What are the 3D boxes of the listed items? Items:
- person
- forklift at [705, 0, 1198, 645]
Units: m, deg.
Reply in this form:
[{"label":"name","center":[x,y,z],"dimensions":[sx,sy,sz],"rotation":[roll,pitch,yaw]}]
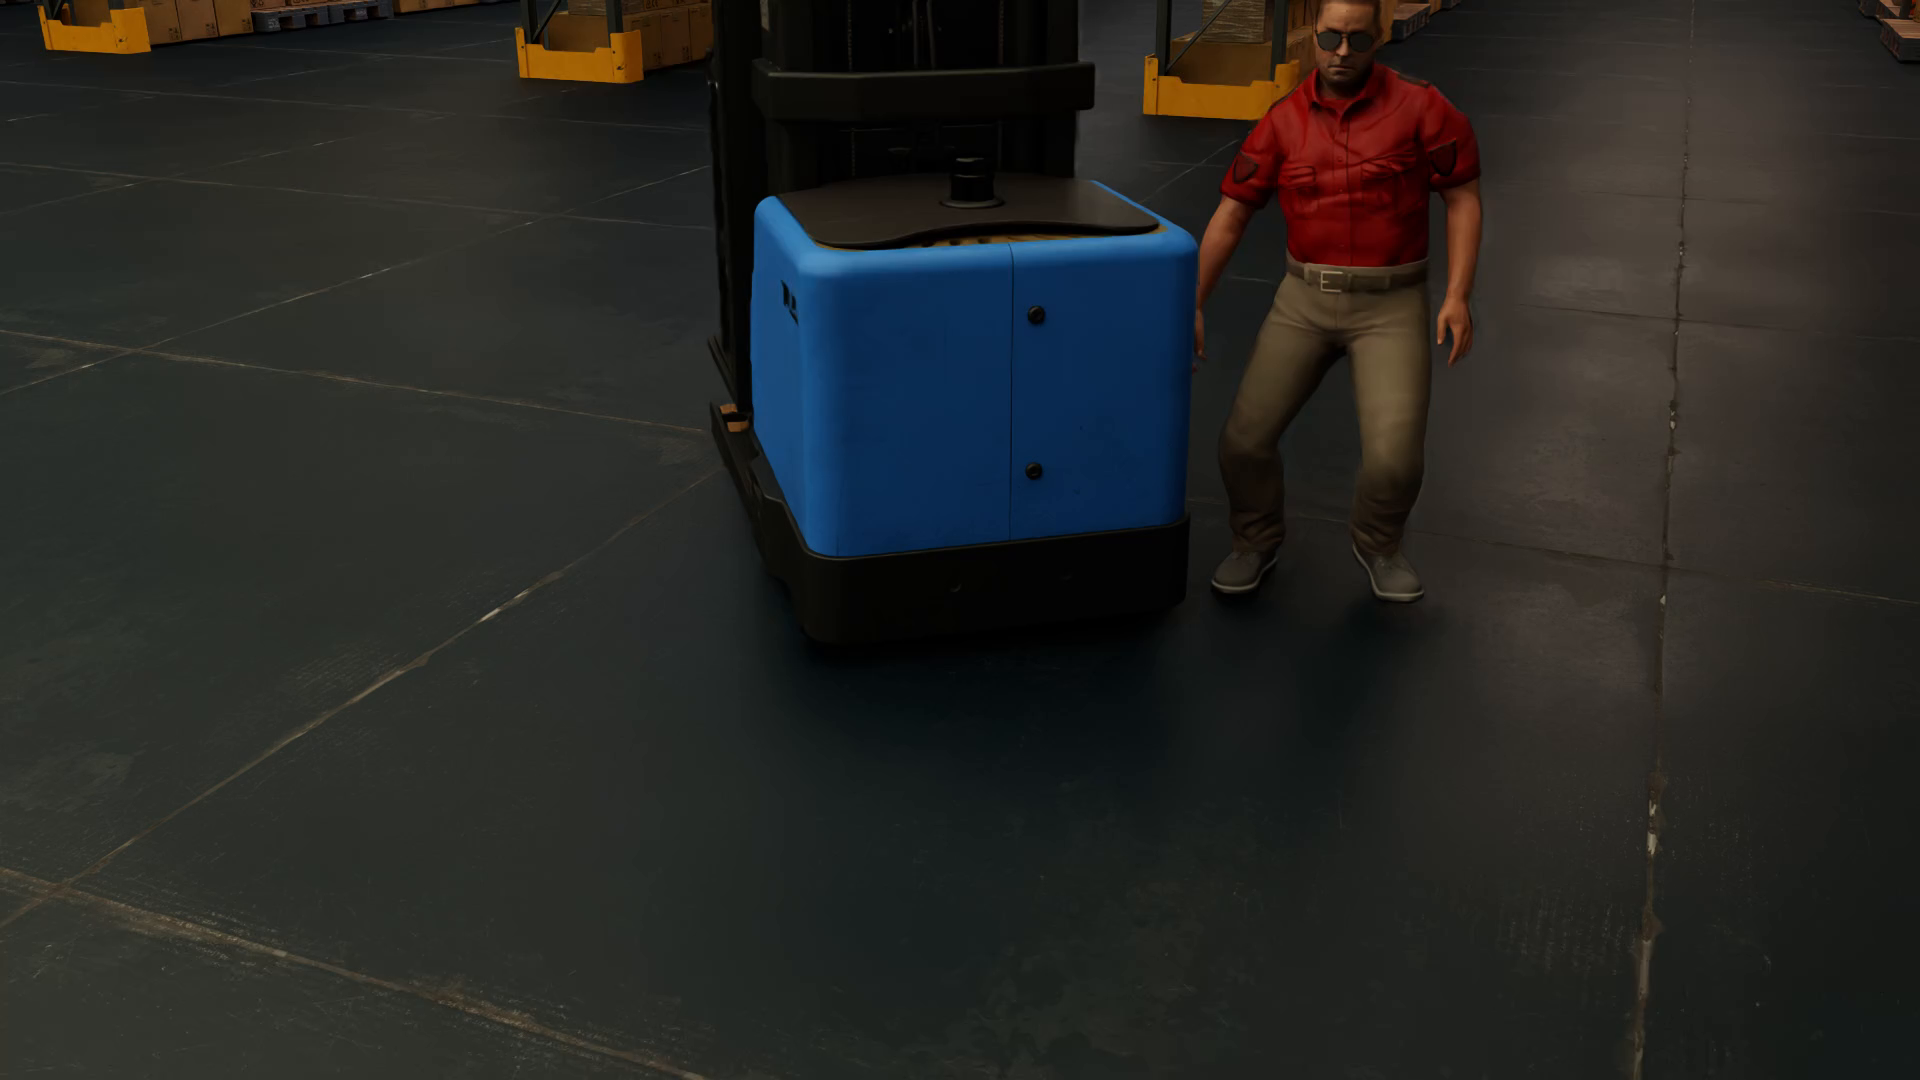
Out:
[{"label":"person","center":[0.984,-0.616,4.418],"dimensions":[0.767,1.645,0.448],"rotation":[11,25,25]},{"label":"forklift","center":[-0.252,-1.623,5.175],"dimensions":[1.130,2.935,3.031],"rotation":[-6,23,-14]}]
